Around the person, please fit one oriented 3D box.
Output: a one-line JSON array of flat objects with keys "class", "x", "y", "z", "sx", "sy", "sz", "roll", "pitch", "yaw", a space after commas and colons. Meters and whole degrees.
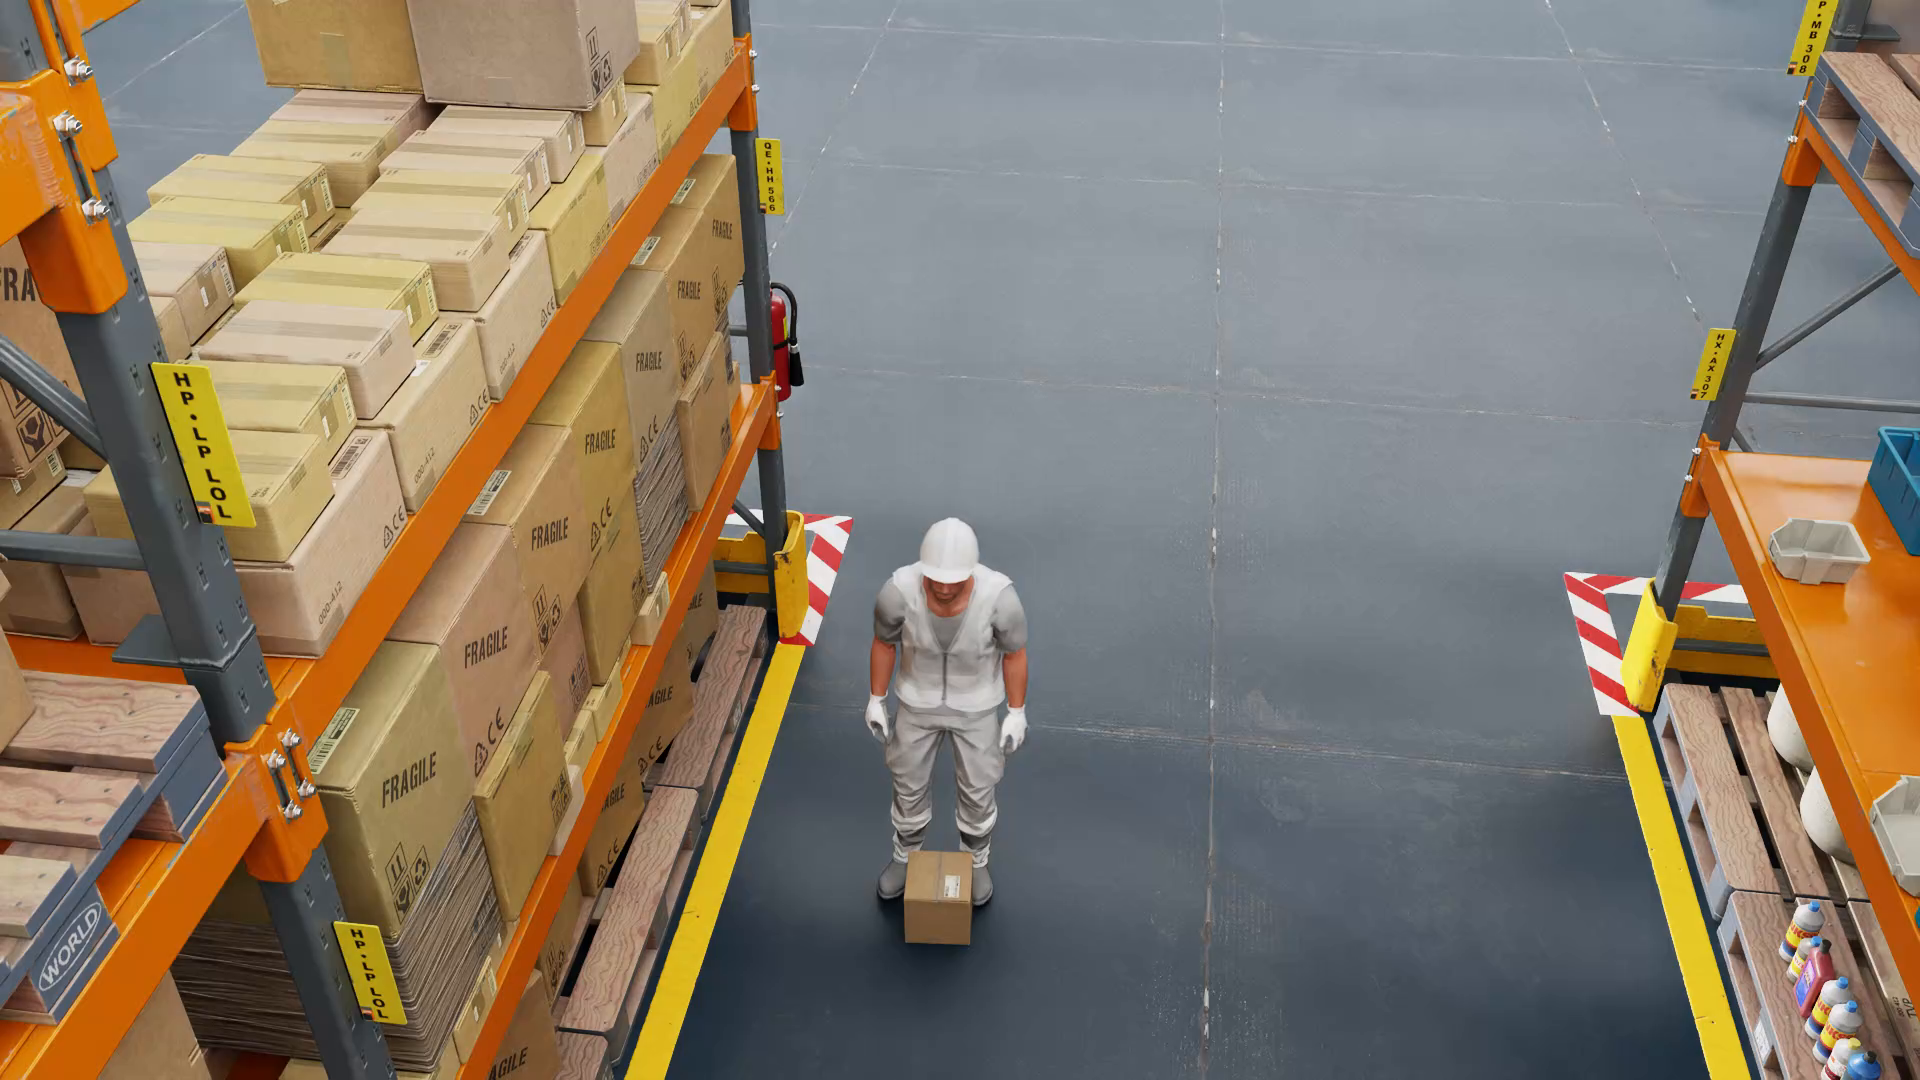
[{"class": "person", "x": -0.050, "y": 0.632, "z": 6.153, "sx": 0.609, "sy": 1.779, "sz": 0.454, "roll": 4, "pitch": 36, "yaw": 6}]
